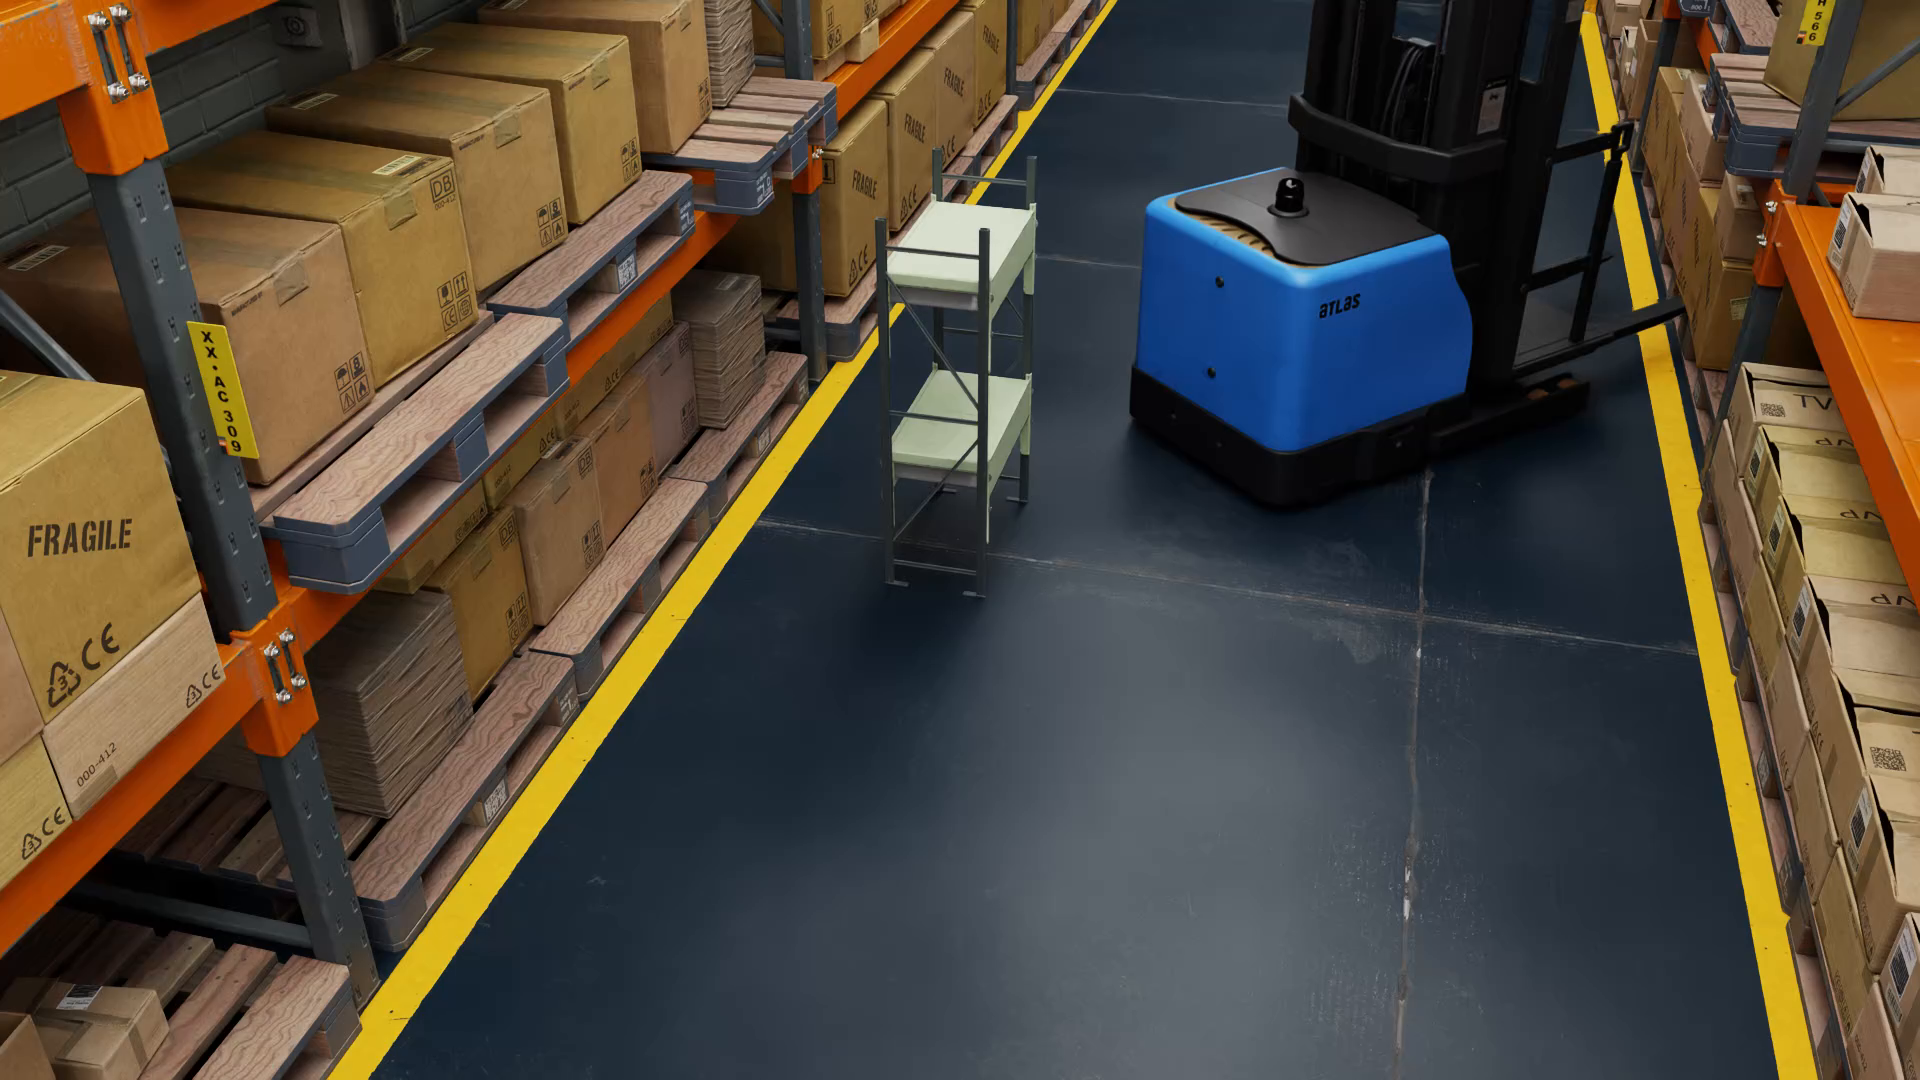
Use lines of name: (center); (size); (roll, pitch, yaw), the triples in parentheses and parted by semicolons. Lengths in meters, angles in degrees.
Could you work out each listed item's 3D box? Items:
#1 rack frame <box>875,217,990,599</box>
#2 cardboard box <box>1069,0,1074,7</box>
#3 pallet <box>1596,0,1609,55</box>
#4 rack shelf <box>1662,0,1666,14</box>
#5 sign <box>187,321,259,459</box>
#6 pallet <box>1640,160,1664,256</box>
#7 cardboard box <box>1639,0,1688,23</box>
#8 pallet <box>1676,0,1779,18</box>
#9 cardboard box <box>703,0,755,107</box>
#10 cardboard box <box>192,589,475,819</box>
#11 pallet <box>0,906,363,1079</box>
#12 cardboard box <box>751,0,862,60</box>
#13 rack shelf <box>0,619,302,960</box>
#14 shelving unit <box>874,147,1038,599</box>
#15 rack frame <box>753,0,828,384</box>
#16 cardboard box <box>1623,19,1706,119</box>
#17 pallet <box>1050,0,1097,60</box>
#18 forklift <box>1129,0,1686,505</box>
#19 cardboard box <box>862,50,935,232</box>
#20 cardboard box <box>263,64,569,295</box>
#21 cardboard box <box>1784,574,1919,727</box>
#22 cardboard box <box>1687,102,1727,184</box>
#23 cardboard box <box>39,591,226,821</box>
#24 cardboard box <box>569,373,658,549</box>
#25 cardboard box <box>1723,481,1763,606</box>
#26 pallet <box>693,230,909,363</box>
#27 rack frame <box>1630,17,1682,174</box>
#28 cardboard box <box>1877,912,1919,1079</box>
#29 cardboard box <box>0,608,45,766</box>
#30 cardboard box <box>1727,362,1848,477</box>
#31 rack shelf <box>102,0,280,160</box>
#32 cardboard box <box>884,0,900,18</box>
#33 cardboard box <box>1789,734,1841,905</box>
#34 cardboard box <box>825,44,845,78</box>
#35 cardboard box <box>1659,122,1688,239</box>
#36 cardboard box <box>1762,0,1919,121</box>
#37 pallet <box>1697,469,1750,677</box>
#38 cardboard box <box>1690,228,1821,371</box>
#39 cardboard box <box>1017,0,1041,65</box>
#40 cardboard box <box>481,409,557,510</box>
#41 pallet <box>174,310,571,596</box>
rack frame: (-0.095, -0.440, 6.043); (0.400, 1.500, 0.023); (8, 33, 12)
cardboard box: (0.559, -4.484, 12.946); (0.700, 0.500, 0.500); (7, 33, 11)
pallet: (5.466, -3.956, 12.777); (1.003, 0.211, 1.213); (8, 33, 12)
rack shelf: (5.179, -4.245, 11.302); (1.077, 0.370, 4.000); (8, 33, 12)
sign: (-1.624, -0.327, 3.662); (0.100, 0.325, 0.005); (8, 33, 12)
pallet: (4.502, -1.907, 9.553); (1.003, 0.211, 1.213); (8, 33, 12)
cardboard box: (5.143, -3.619, 11.563); (0.797, 0.503, 0.637); (8, 33, 12)
pallet: (4.363, -3.030, 8.899); (1.003, 0.211, 1.213); (8, 33, 12)
cardboard box: (-1.246, -2.090, 6.739); (0.700, 0.500, 0.500); (4, 33, 7)
cardboard box: (-1.980, 0.453, 5.161); (0.700, 0.500, 0.500); (9, 34, 14)
pallet: (-2.287, 1.498, 4.197); (1.003, 0.211, 1.213); (8, 33, 12)
cardboard box: (-0.765, -2.501, 7.499); (0.500, 0.500, 0.500); (9, 34, 14)
rack shelf: (-2.659, 1.310, 2.565); (1.077, 0.370, 4.000); (8, 33, 12)
shelving unit: (-0.002, -0.629, 6.342); (0.431, 1.500, 0.755); (8, 33, 12)
rack frame: (-1.136, -2.108, 7.269); (1.000, 3.000, 0.127); (8, 33, 12)
cardboard box: (4.542, -2.976, 10.555); (0.500, 0.500, 0.500); (8, 33, 12)
pallet: (0.455, -4.026, 12.886); (1.003, 0.211, 1.213); (8, 33, 12)
forklift: (2.284, -1.975, 7.125); (3.031, 2.935, 1.130); (-19, 37, -27)
cardboard box: (-0.594, -2.195, 9.019); (0.750, 0.750, 0.750); (8, 33, 12)
cardboard box: (-1.703, -1.154, 5.266); (0.700, 0.500, 0.500); (13, 35, 19)
cardboard box: (2.853, 0.348, 5.055); (0.500, 0.311, 0.500); (8, 33, 12)
cardboard box: (3.932, -1.961, 8.260); (0.500, 0.250, 0.500); (7, 33, 11)
cardboard box: (-1.978, 0.310, 3.588); (0.500, 0.250, 0.500); (8, 33, 12)
cardboard box: (-1.610, -0.345, 6.416); (0.700, 0.500, 0.500); (8, 33, 12)
cardboard box: (3.113, 0.041, 6.061); (0.500, 0.250, 0.500); (7, 33, 11)
pallet: (-0.863, -1.330, 8.645); (1.003, 0.211, 1.213); (8, 33, 12)
rack frame: (4.671, -3.511, 9.477); (1.000, 3.000, 0.127); (8, 33, 12)
cardboard box: (2.467, 1.138, 3.813); (0.500, 0.311, 0.500); (8, 33, 12)
cardboard box: (-2.093, 0.254, 2.977); (0.500, 0.500, 0.500); (8, 33, 12)
cardboard box: (3.239, -0.457, 6.321); (0.500, 0.311, 0.500); (9, 34, 14)
rack shelf: (-1.644, -2.032, 5.025); (1.077, 0.370, 4.000); (8, 33, 12)
cardboard box: (-0.529, -2.821, 8.607); (0.380, 0.149, 0.250); (9, 33, 13)
cardboard box: (2.726, 0.841, 4.802); (0.500, 0.250, 0.500); (9, 33, 13)
cardboard box: (-0.756, -2.279, 7.754); (0.380, 0.149, 0.250); (8, 33, 13)
cardboard box: (4.054, -1.887, 8.842); (0.500, 0.500, 0.500); (8, 33, 13)
cardboard box: (3.707, -1.997, 6.610); (0.700, 0.500, 0.500); (-3, 33, -4)
pallet: (3.410, 0.164, 6.296); (1.003, 0.211, 1.213); (8, 33, 12)
cardboard box: (3.667, -1.083, 7.578); (0.500, 0.500, 0.500); (9, 34, 14)
cardboard box: (0.168, -3.680, 11.681); (0.700, 0.500, 0.500); (8, 33, 13)
cardboard box: (-1.744, -0.363, 5.746); (0.500, 0.250, 0.500); (7, 33, 11)
pallet: (-1.817, -0.328, 4.648); (1.003, 0.211, 1.213); (8, 33, 12)
